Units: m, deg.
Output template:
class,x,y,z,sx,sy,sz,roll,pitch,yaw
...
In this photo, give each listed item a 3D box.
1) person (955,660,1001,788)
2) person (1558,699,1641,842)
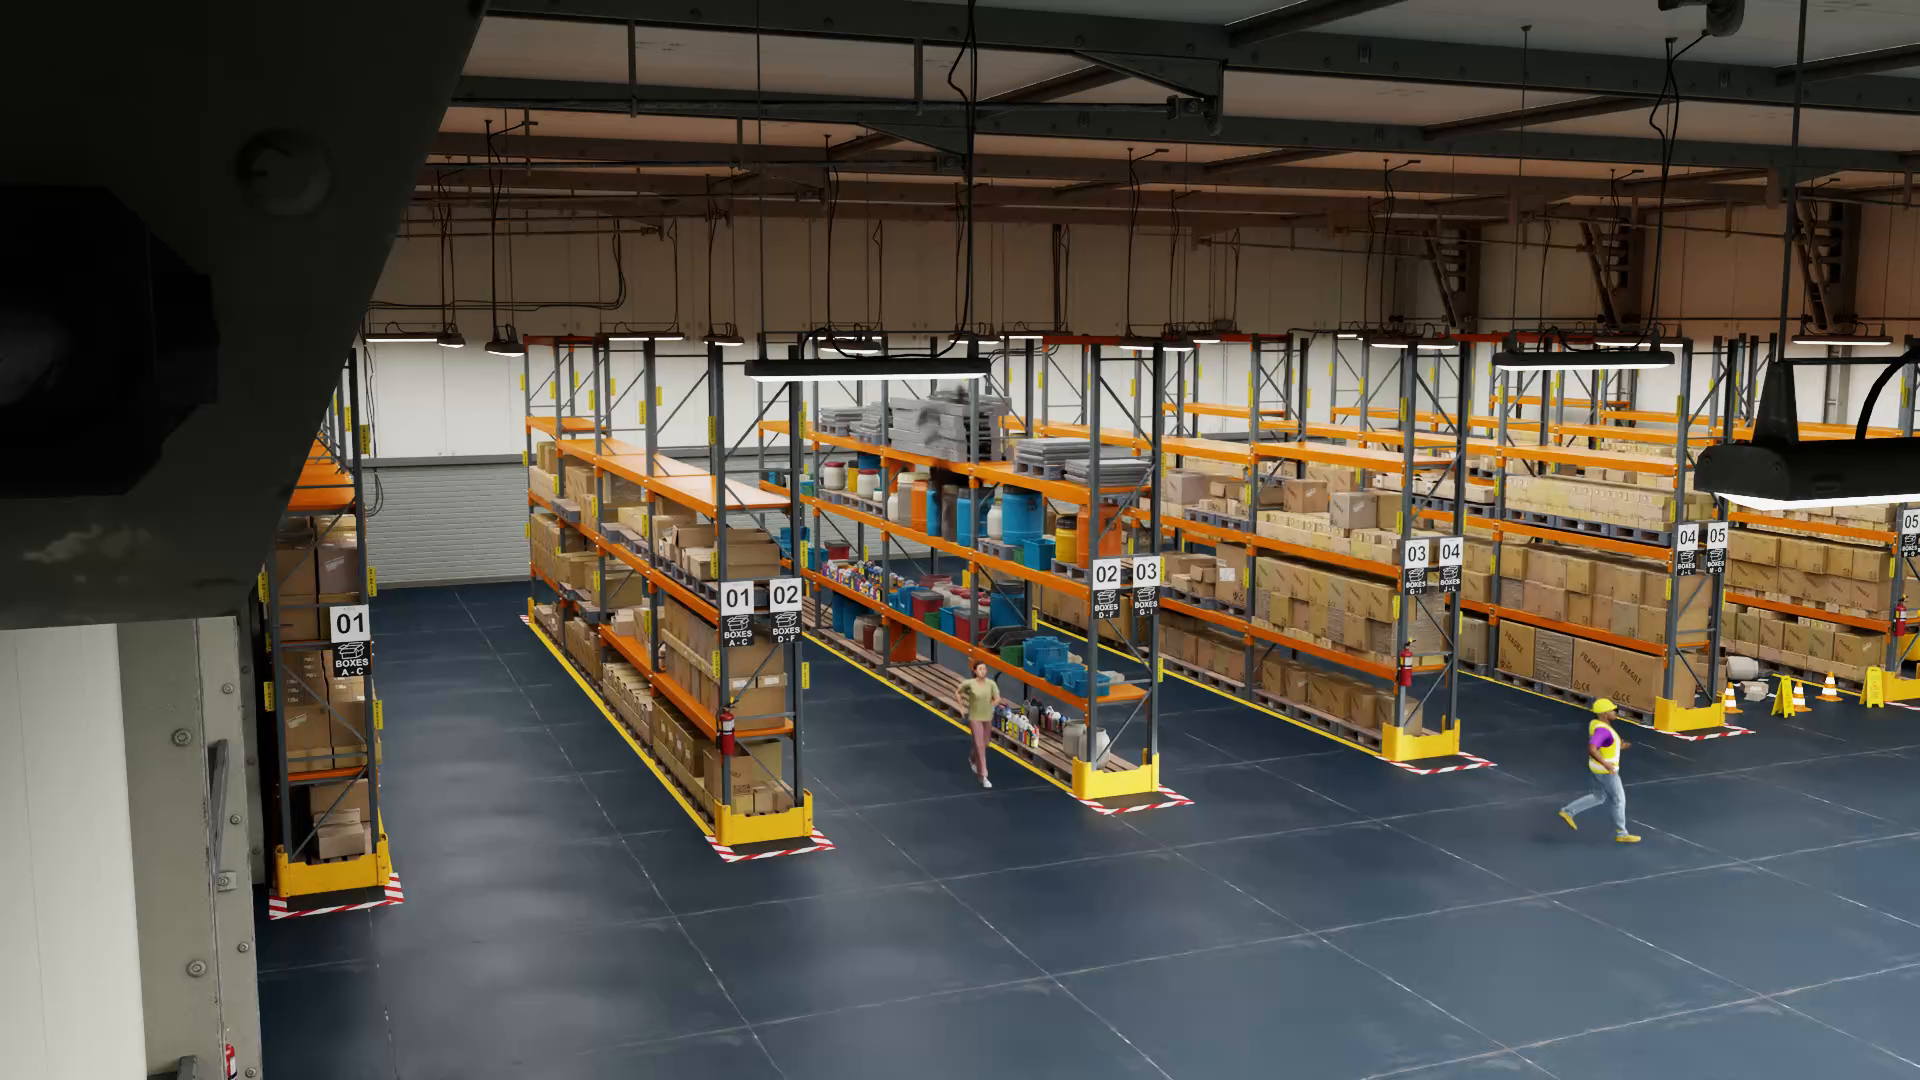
class,x,y,z,sx,sy,sz,roll,pitch,yaw
person,0.279,2.460,22.724,0.577,1.663,0.947,-3,8,-21
person,7.788,2.782,20.152,0.954,1.748,0.711,1,8,8
